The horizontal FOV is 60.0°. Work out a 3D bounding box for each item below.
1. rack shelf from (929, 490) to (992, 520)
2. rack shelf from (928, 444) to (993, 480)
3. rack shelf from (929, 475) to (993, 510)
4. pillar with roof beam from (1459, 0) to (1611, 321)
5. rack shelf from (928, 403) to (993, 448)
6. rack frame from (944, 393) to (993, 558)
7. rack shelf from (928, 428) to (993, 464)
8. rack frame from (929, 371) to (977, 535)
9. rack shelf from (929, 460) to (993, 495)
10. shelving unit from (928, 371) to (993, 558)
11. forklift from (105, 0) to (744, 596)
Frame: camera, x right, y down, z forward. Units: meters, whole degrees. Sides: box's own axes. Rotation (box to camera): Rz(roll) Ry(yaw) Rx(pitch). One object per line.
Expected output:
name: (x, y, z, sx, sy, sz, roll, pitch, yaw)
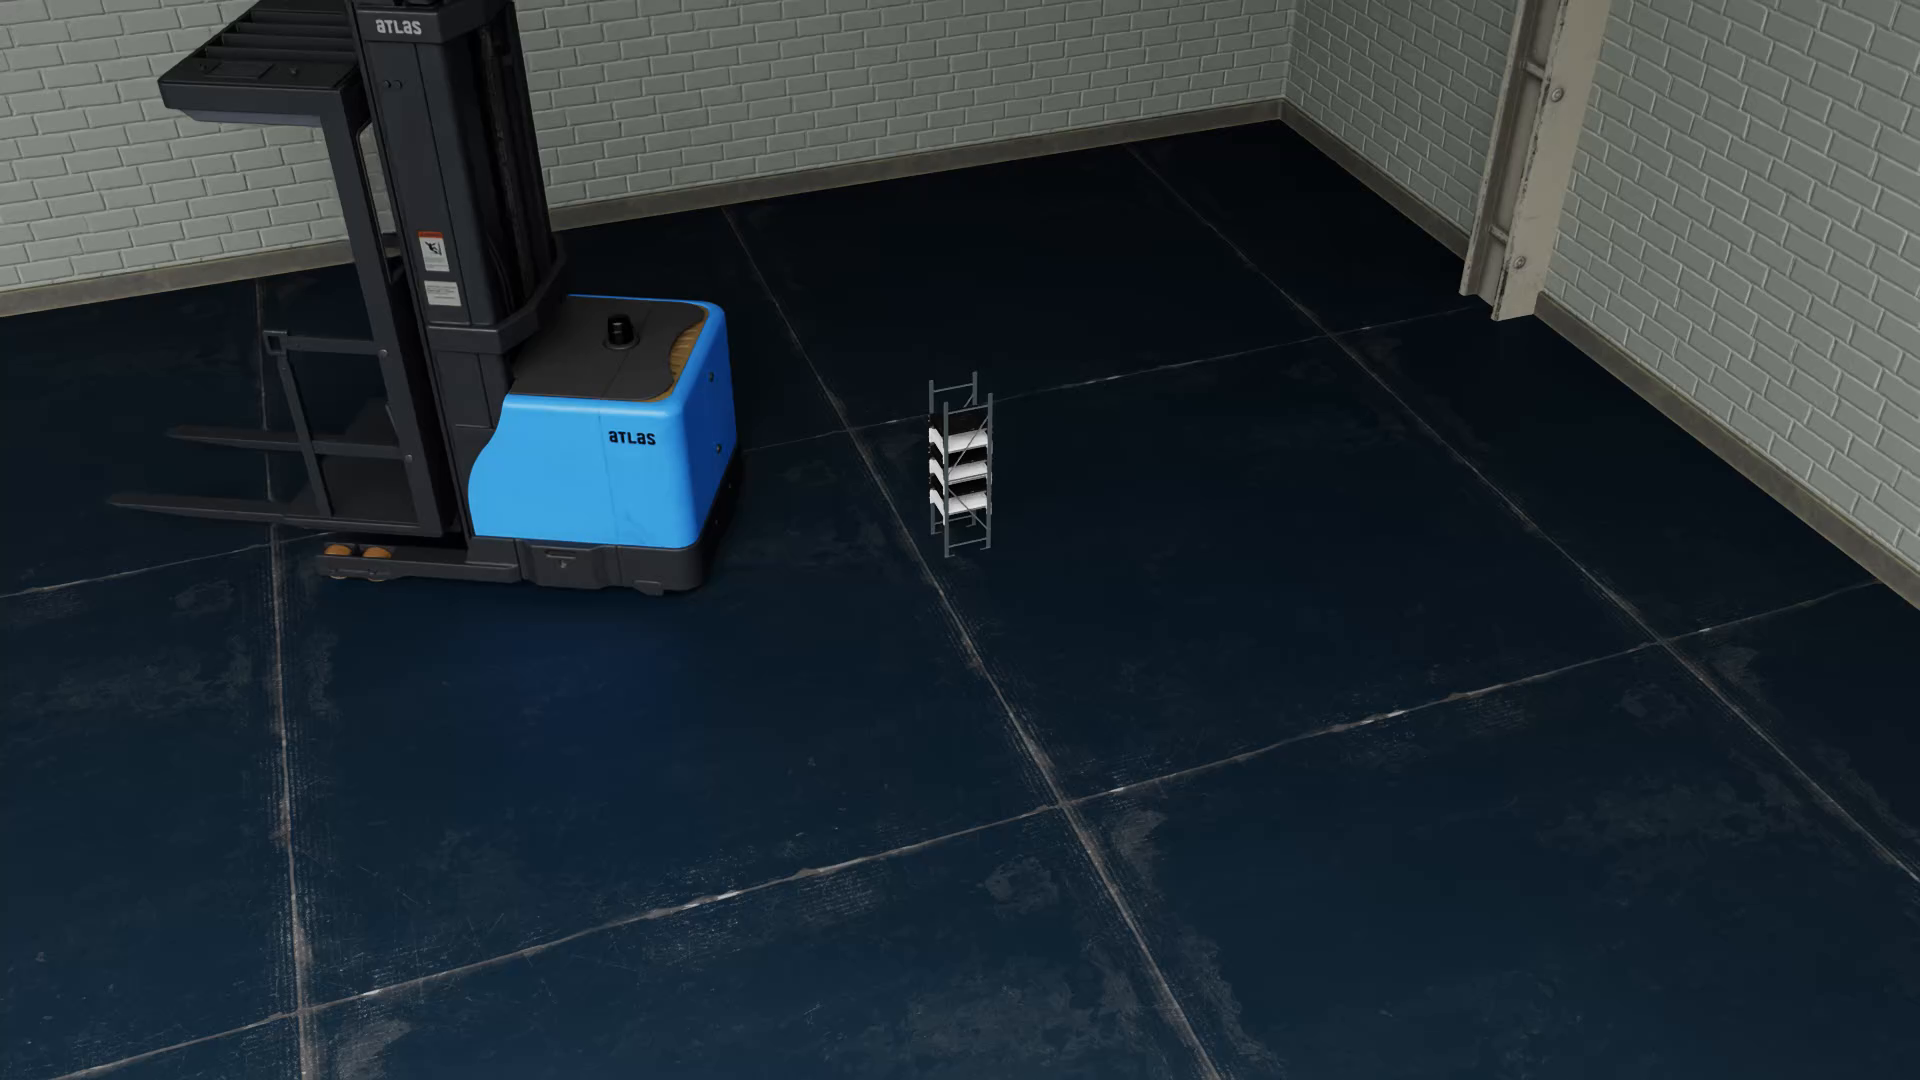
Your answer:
rack shelf: (0.003, -0.184, 8.162, 0.258, 0.077, 0.200, -12, 39, -16)
rack shelf: (0.003, -0.400, 7.999, 0.258, 0.077, 0.200, -12, 39, -16)
rack shelf: (0.003, -0.256, 8.108, 0.258, 0.077, 0.200, -12, 39, -16)
pillar with roof beam: (-0.723, -4.171, 6.368, 9.100, 9.000, 0.400, -12, 39, -16)
rack shelf: (0.003, -0.544, 7.891, 0.258, 0.077, 0.200, -12, 39, -16)
rack frame: (0.038, -0.297, 7.957, 0.240, 0.900, 0.006, -12, 39, -16)
rack shelf: (0.003, -0.472, 7.945, 0.258, 0.077, 0.200, -12, 39, -16)
rack frame: (-0.032, -0.412, 8.110, 0.240, 0.900, 0.006, -12, 39, -16)
rack shelf: (0.003, -0.328, 8.054, 0.258, 0.077, 0.200, -12, 39, -16)
shelving unit: (0.003, -0.355, 8.034, 0.258, 0.900, 0.210, -12, 39, -16)
forklift: (-2.675, -1.281, 7.574, 3.031, 2.935, 1.130, 4, 37, 5)
